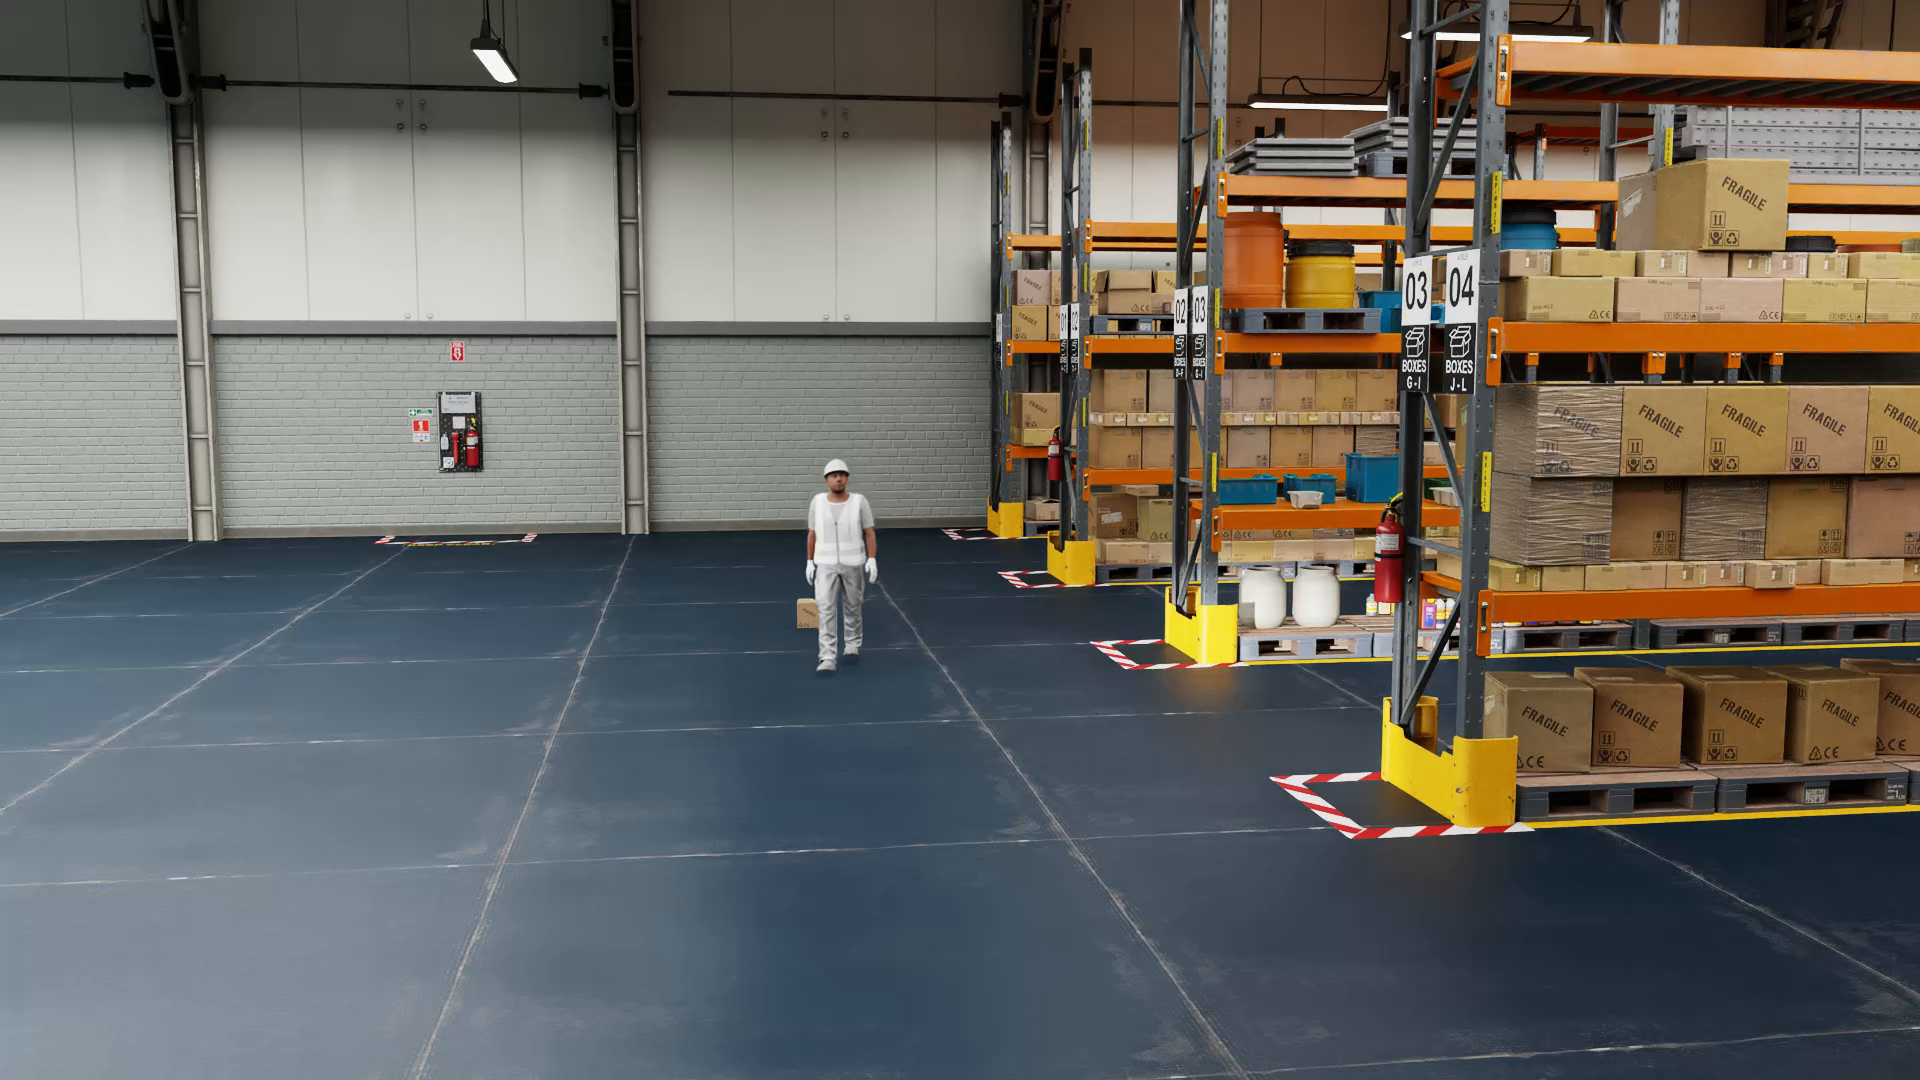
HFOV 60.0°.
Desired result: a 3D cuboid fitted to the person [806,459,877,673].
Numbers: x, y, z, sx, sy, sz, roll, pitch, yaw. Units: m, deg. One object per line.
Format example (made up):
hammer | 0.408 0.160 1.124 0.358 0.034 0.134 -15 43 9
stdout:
person | -0.988 0.203 13.810 0.607 1.740 1.052 0 6 -2
